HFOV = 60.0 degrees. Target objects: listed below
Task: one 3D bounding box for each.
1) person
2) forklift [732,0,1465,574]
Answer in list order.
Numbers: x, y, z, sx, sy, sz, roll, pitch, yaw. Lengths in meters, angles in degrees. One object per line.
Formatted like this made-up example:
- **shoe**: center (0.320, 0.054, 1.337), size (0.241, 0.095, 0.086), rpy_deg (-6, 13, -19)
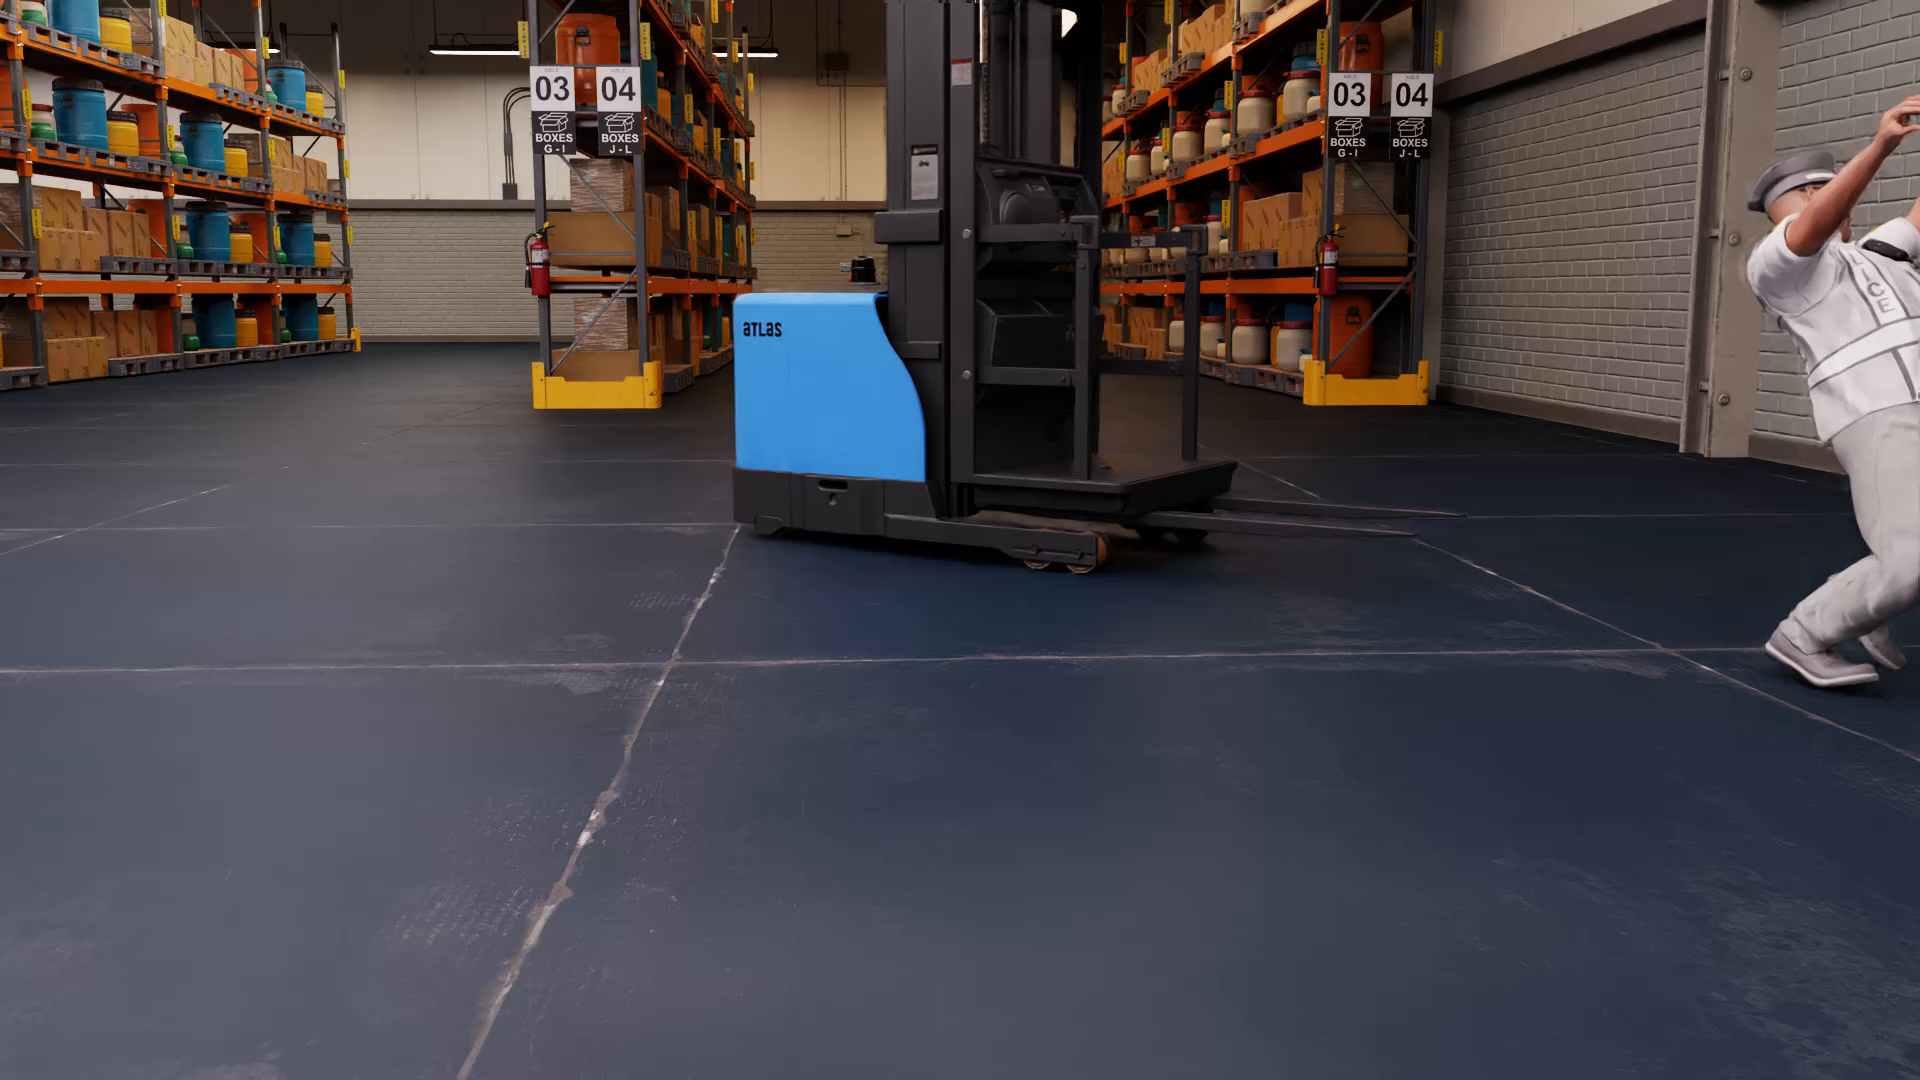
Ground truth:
- **person**: center (2.456, -0.416, 4.557), size (0.995, 1.665, 0.782), rpy_deg (-7, 11, -39)
- **forklift**: center (0.511, -1.408, 6.810), size (3.031, 2.935, 1.130), rpy_deg (5, 10, 32)
